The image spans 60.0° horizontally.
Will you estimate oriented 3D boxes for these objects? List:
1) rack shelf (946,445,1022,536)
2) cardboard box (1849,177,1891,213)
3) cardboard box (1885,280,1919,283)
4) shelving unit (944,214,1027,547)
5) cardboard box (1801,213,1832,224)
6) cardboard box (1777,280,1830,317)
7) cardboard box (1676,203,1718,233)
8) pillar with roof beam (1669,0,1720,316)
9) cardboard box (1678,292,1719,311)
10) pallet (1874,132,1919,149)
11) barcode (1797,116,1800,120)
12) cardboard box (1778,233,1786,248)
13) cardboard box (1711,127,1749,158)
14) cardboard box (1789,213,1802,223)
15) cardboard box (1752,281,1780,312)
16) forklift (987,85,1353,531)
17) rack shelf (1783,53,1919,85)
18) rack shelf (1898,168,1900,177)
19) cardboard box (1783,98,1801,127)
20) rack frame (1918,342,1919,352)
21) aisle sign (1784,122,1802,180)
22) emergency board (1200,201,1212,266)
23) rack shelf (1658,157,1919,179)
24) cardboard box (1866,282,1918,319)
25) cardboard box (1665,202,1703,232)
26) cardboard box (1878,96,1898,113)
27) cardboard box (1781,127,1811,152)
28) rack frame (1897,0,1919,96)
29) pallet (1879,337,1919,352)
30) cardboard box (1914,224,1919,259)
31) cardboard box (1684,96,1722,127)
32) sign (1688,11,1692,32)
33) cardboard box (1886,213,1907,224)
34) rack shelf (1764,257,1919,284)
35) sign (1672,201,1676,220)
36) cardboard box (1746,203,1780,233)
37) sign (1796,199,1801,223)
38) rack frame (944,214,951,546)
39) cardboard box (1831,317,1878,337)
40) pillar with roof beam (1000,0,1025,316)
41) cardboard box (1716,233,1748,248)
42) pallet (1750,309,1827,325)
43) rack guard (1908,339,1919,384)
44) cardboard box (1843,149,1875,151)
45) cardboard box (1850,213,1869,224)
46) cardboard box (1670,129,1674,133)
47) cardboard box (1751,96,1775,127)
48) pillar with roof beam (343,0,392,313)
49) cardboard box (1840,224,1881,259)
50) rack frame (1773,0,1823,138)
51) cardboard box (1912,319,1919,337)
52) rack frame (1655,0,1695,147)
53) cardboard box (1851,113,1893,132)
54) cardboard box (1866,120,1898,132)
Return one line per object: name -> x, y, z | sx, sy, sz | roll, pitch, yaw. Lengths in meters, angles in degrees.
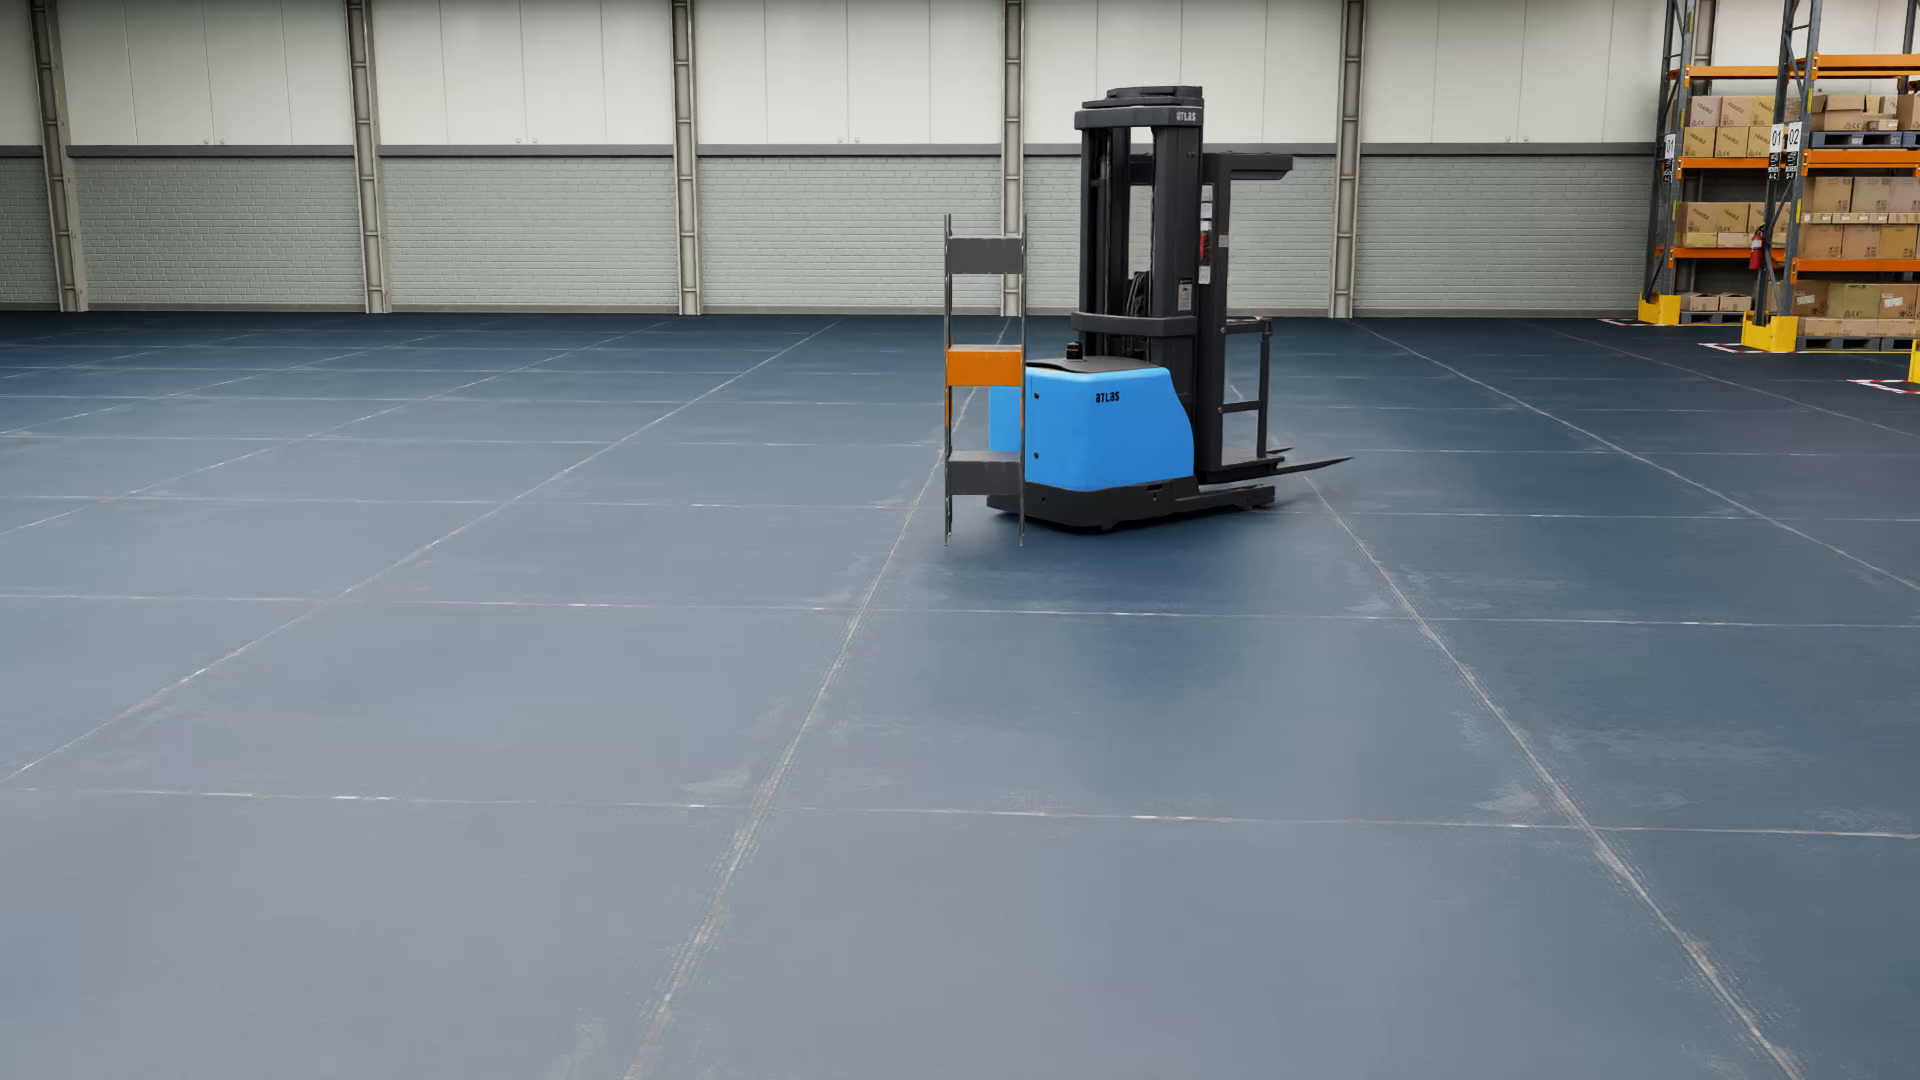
rack shelf -> 0.165, -0.327, 10.838 | 0.480, 0.518, 0.431 | 1, 12, 4
cardboard box -> 12.886, -4.945, 23.821 | 0.500, 0.500, 0.700 | 0, 12, 2
cardboard box -> 13.896, -3.540, 24.372 | 0.500, 0.500, 0.500 | 1, 12, 4
shelving unit -> 0.165, -1.025, 10.692 | 0.503, 2.100, 0.431 | 1, 12, 4
cardboard box -> 12.220, -4.594, 23.727 | 0.250, 0.149, 0.380 | 1, 12, 3
cardboard box -> 12.398, -3.557, 24.457 | 0.500, 0.500, 0.500 | 1, 12, 4
cardboard box -> 12.627, -5.525, 28.489 | 0.500, 0.500, 0.500 | 1, 12, 4
pillar with roof beam -> 12.639, -7.513, 24.858 | 0.400, 9.000, 9.100 | 1, 12, 4
cardboard box -> 12.855, -4.161, 28.975 | 0.500, 0.311, 0.500 | -1, 12, -3
pallet -> 13.768, -5.671, 23.593 | 1.213, 0.211, 1.003 | 1, 12, 4
barcode -> 12.177, -6.124, 24.124 | 0.075, 0.075, 0.001 | 1, 12, 4
cardboard box -> 14.167, -5.134, 28.454 | 0.500, 0.250, 0.500 | 1, 12, 4
cardboard box -> 13.021, -6.746, 28.222 | 0.500, 0.500, 0.500 | 2, 12, 8
cardboard box -> 12.237, -4.677, 24.124 | 0.250, 0.149, 0.380 | 1, 12, 3
cardboard box -> 14.152, -4.225, 28.821 | 0.500, 0.500, 0.700 | 0, 12, 0
forklift -> 1.655, -1.717, 11.970 | 3.031, 2.935, 1.130 | -9, 15, -38
rack shelf -> 13.839, -6.638, 23.409 | 4.000, 0.370, 1.077 | 1, 12, 4
rack shelf -> 18.157, -6.323, 28.252 | 4.000, 0.370, 1.077 | 1, 12, 4
cardboard box -> 14.155, -7.328, 28.564 | 0.500, 0.500, 0.500 | 1, 12, 4
rack frame -> 11.508, -3.265, 19.202 | 0.127, 3.000, 1.000 | 1, 12, 4
aisle sign -> 11.757, -5.488, 23.478 | 0.004, 0.787, 0.394 | 1, 12, 4
emergency board -> 4.477, -5.580, 30.268 | 0.643, 1.169, 0.194 | 1, 12, 4
rack shelf -> 14.166, -6.378, 28.513 | 4.000, 0.370, 1.077 | 1, 12, 4
cardboard box -> 13.362, -3.441, 23.898 | 0.500, 0.500, 0.500 | 1, 12, 4
cardboard box -> 12.655, -5.630, 28.991 | 0.500, 0.500, 0.500 | 1, 12, 3
cardboard box -> 15.644, -7.202, 27.962 | 0.500, 0.500, 0.500 | 0, 12, -1
cardboard box -> 14.075, -6.737, 28.178 | 0.500, 0.500, 0.500 | 2, 12, 7
rack frame -> 16.162, -8.171, 28.002 | 0.127, 3.000, 1.000 | 1, 12, 4
pallet -> 13.823, -2.893, 24.233 | 1.213, 0.211, 1.003 | 1, 12, 4
cardboard box -> 13.853, -4.297, 23.888 | 0.500, 0.500, 0.700 | 1, 12, 5
cardboard box -> 12.539, -7.251, 28.193 | 0.500, 0.500, 0.500 | 0, 12, 0
sign -> 12.134, -8.611, 27.630 | 0.005, 0.325, 0.100 | 1, 12, 4
cardboard box -> 13.251, -4.581, 23.661 | 0.250, 0.149, 0.380 | 0, 12, 2
rack shelf -> 13.839, -3.898, 23.982 | 4.000, 0.370, 1.077 | 1, 12, 4
sign -> 12.134, -5.602, 28.259 | 0.005, 0.325, 0.100 | 1, 12, 4
cardboard box -> 13.634, -5.508, 28.407 | 0.500, 0.500, 0.500 | 0, 12, 2
sign -> 11.800, -4.626, 23.401 | 0.005, 0.325, 0.100 | 1, 12, 4
rack frame -> -0.078, -1.029, 10.708 | 0.015, 2.100, 0.400 | 1, 12, 4
cardboard box -> 12.863, -3.078, 23.996 | 0.500, 0.250, 0.500 | 1, 12, 4
pillar with roof beam -> 0.666, -7.678, 25.643 | 0.400, 9.000, 9.100 | 1, 12, 4
cardboard box -> 13.155, -5.150, 28.529 | 0.500, 0.250, 0.500 | 0, 12, 2
pallet -> 14.269, -3.888, 28.988 | 1.213, 0.211, 1.003 | 1, 12, 4
rack guard -> 11.587, -2.050, 19.499 | 0.348, 0.500, 1.175 | 1, 12, 4
cardboard box -> 15.137, -6.727, 28.134 | 0.500, 0.500, 0.500 | 0, 12, -1
cardboard box -> 12.733, -4.588, 23.694 | 0.250, 0.149, 0.380 | 1, 12, 4
cardboard box -> 12.604, -6.862, 28.778 | 0.500, 0.500, 0.500 | 2, 12, 8
cardboard box -> 13.548, -7.229, 28.089 | 0.500, 0.500, 0.500 | 1, 12, 5
pillar with roof beam -> -11.307, -7.842, 26.428 | 0.400, 9.000, 9.100 | 1, 12, 4
cardboard box -> 12.832, -4.311, 23.956 | 0.500, 0.500, 0.700 | 1, 12, 5
rack frame -> 11.843, -7.214, 23.425 | 0.127, 3.000, 1.000 | 1, 12, 4
cardboard box -> 13.860, -3.063, 23.926 | 0.500, 0.250, 0.500 | 1, 12, 4
rack frame -> 12.171, -8.226, 28.263 | 0.127, 3.000, 1.000 | 1, 12, 4
cardboard box -> 13.010, -5.984, 23.872 | 0.500, 0.250, 0.500 | 1, 12, 4
cardboard box -> 13.005, -5.844, 23.451 | 0.250, 0.149, 0.380 | 1, 12, 4
